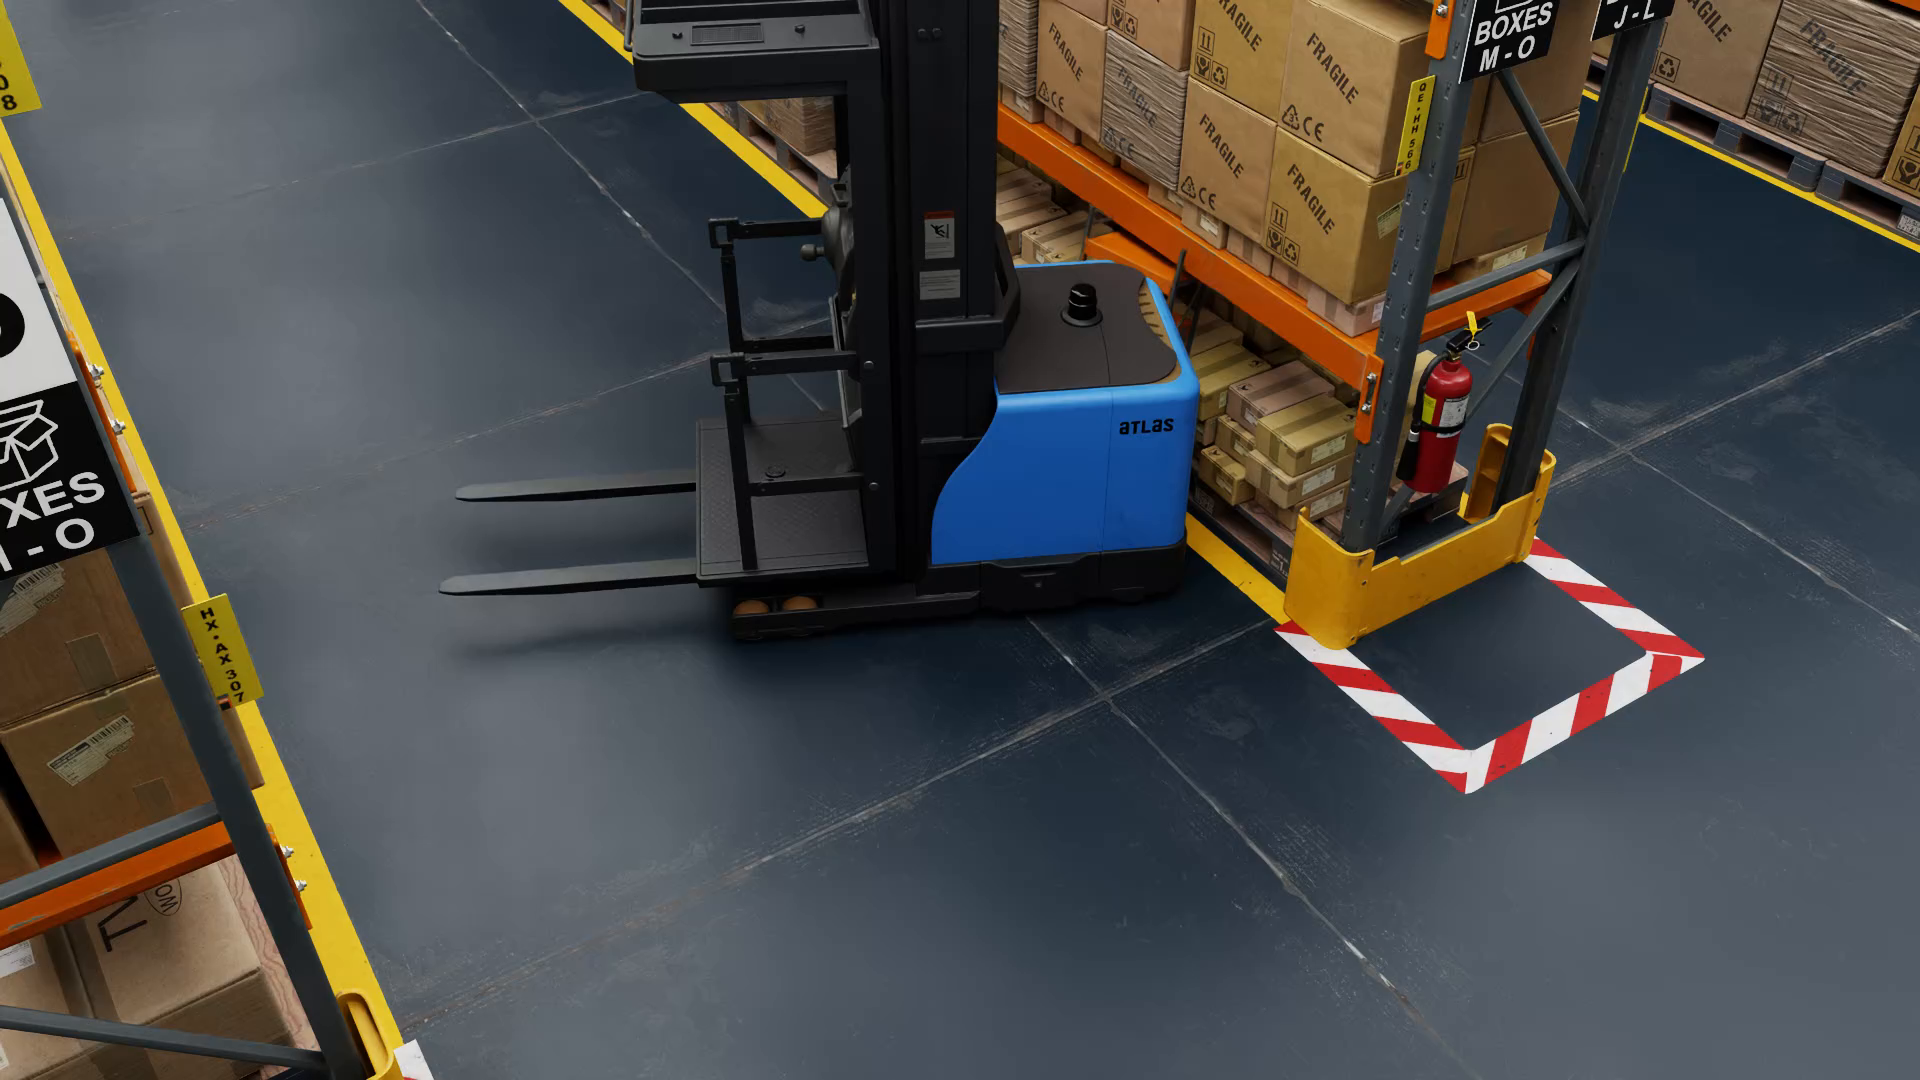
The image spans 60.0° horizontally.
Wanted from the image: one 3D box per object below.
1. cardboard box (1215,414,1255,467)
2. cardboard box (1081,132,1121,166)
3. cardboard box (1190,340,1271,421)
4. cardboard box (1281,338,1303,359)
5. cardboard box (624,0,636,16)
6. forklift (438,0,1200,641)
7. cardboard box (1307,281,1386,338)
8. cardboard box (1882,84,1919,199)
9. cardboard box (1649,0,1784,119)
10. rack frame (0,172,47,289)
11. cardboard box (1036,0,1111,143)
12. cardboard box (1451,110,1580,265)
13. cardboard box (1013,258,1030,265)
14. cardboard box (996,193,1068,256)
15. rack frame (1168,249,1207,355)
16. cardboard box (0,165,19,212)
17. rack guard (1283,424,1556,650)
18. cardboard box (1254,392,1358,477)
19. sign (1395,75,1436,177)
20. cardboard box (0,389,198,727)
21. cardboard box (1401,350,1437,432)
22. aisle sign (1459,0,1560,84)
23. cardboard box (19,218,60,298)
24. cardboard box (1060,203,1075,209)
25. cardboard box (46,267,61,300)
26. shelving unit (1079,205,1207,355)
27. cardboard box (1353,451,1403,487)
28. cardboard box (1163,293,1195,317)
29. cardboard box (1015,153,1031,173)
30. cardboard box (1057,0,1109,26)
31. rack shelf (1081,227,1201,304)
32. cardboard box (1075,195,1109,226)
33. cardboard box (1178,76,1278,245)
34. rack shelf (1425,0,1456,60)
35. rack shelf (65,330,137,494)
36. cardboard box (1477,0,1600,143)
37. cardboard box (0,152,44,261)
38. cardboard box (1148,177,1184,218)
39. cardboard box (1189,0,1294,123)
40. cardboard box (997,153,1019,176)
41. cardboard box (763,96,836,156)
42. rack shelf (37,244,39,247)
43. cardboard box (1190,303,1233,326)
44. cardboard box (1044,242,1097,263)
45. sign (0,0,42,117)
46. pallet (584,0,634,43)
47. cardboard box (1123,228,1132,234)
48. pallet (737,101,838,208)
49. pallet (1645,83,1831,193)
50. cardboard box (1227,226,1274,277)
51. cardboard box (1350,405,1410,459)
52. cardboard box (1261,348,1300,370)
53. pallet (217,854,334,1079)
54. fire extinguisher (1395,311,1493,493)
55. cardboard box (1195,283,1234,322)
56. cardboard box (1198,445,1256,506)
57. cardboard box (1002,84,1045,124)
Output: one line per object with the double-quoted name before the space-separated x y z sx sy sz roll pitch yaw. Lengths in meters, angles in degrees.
"cardboard box" 1.323 -0.471 7.138 0.380 0.149 0.250 -23 45 -25
"cardboard box" 0.754 -1.789 7.251 0.380 0.149 0.250 -21 44 -24
"cardboard box" 1.111 -0.689 7.168 0.380 0.149 0.250 -23 45 -25
"cardboard box" 1.670 -0.926 7.452 0.380 0.149 0.250 -22 45 -25
"cardboard box" -1.920 -3.723 11.000 0.500 0.500 0.500 -22 44 -24
"forklift" -0.625 -1.077 6.253 3.031 2.935 1.130 -5 40 -5
"cardboard box" 1.529 -0.926 6.215 0.380 0.149 0.250 -22 45 -24
"cardboard box" 5.768 -2.260 8.951 0.875 0.875 0.875 -22 45 -24
"cardboard box" 4.800 -3.231 10.116 0.875 0.875 0.875 -22 45 -24
"rack frame" -2.176 -1.490 2.009 1.000 3.000 0.127 -22 45 -24
"cardboard box" 0.672 -2.074 7.085 0.500 0.500 0.500 -20 44 -22
"cardboard box" 1.934 -1.434 6.318 0.500 0.500 0.500 -20 44 -22
"cardboard box" 0.443 -1.292 8.123 0.380 0.149 0.250 -23 45 -25
"cardboard box" 0.306 -1.553 8.205 0.380 0.149 0.250 -21 44 -24
"rack frame" 0.889 -0.706 7.113 0.015 1.200 0.240 33 39 32
"cardboard box" -2.932 -0.996 4.736 0.380 0.149 0.250 -23 45 -25
"rack guard" 1.902 -0.025 6.889 1.175 0.500 0.348 -22 45 -24
"cardboard box" 1.445 -0.437 6.866 0.380 0.149 0.250 -22 44 -24
"sign" 1.464 -1.330 5.352 0.100 0.325 0.005 -22 45 -24
"cardboard box" -2.194 0.035 4.006 0.500 0.500 0.500 -23 45 -25
"cardboard box" 1.948 -0.639 7.107 0.380 0.149 0.250 -24 46 -26
"aisle sign" 1.729 -1.800 5.036 0.394 0.787 0.004 -22 45 -24
"cardboard box" -2.761 -0.517 4.668 0.500 0.500 0.500 -23 45 -25
"cardboard box" 0.596 -1.773 8.702 0.380 0.149 0.250 -22 44 -24
"cardboard box" -3.298 -0.679 5.643 0.500 0.500 0.500 -23 45 -25
"shelving unit" 0.716 -0.821 7.242 0.503 1.200 0.258 33 39 32
"cardboard box" 1.931 -0.403 7.290 0.380 0.149 0.250 -21 44 -24
"cardboard box" 0.834 -0.976 7.512 0.380 0.149 0.250 -21 44 -23
"cardboard box" 0.513 -2.039 8.788 0.380 0.149 0.250 -23 45 -25
"cardboard box" 0.640 -2.478 6.789 0.500 0.500 0.500 -24 45 -26
"rack shelf" 0.775 -1.147 7.032 0.480 0.148 0.258 33 39 32
"cardboard box" 0.811 -1.758 8.451 0.380 0.149 0.250 -24 46 -26
"cardboard box" 1.212 -1.531 6.433 0.500 0.500 0.500 -23 45 -25
"rack shelf" 0.867 -2.900 6.605 1.077 0.370 4.000 -22 45 -24
"rack shelf" -3.252 -1.141 4.495 1.077 0.370 4.000 -22 45 -24
"cardboard box" 1.925 -1.815 5.993 0.500 0.500 0.500 -22 45 -25
"cardboard box" -3.293 -1.059 5.319 0.500 0.500 0.500 -22 44 -24
"cardboard box" 1.006 -1.486 6.886 0.380 0.149 0.250 -24 46 -26
"cardboard box" 1.215 -1.916 6.114 0.500 0.500 0.500 -24 45 -26
"cardboard box" 0.078 -1.852 8.563 0.380 0.149 0.250 -23 45 -25
"cardboard box" -0.818 -2.617 9.672 0.500 0.500 0.500 -23 45 -25
"rack shelf" -5.403 -2.148 8.046 1.077 0.370 4.000 -22 45 -24
"cardboard box" 1.302 -1.051 7.835 0.380 0.149 0.250 -24 46 -26
"cardboard box" 0.621 -1.288 7.887 0.380 0.149 0.250 -22 45 -24
"sign" -1.705 -0.892 2.890 0.100 0.325 0.005 -22 45 -24
"pallet" -1.940 -3.769 11.608 1.003 0.211 1.213 -22 45 -24
"cardboard box" 1.007 -1.445 8.075 0.380 0.149 0.250 -22 45 -24
"pallet" -0.628 -2.452 10.027 1.003 0.211 1.213 -22 45 -24
"pallet" 5.031 -2.588 10.191 1.003 0.211 1.213 -22 45 -24
"cardboard box" 1.280 -1.204 6.548 0.380 0.149 0.250 -23 45 -25
"cardboard box" 1.878 -0.496 7.168 0.380 0.149 0.250 -20 44 -23
"cardboard box" 1.572 -0.765 7.491 0.380 0.149 0.250 -22 44 -24
"pallet" -2.672 1.481 5.308 1.003 0.211 1.213 -22 45 -24
"fire extinguisher" 1.689 -0.476 5.830 0.296 0.674 0.183 -22 45 -24
"cardboard box" 1.326 -1.184 7.762 0.380 0.149 0.250 -20 44 -23
"cardboard box" 1.260 -0.327 7.198 0.380 0.149 0.250 -21 44 -23
"cardboard box" 0.418 -2.047 7.560 0.380 0.149 0.250 -20 44 -23
